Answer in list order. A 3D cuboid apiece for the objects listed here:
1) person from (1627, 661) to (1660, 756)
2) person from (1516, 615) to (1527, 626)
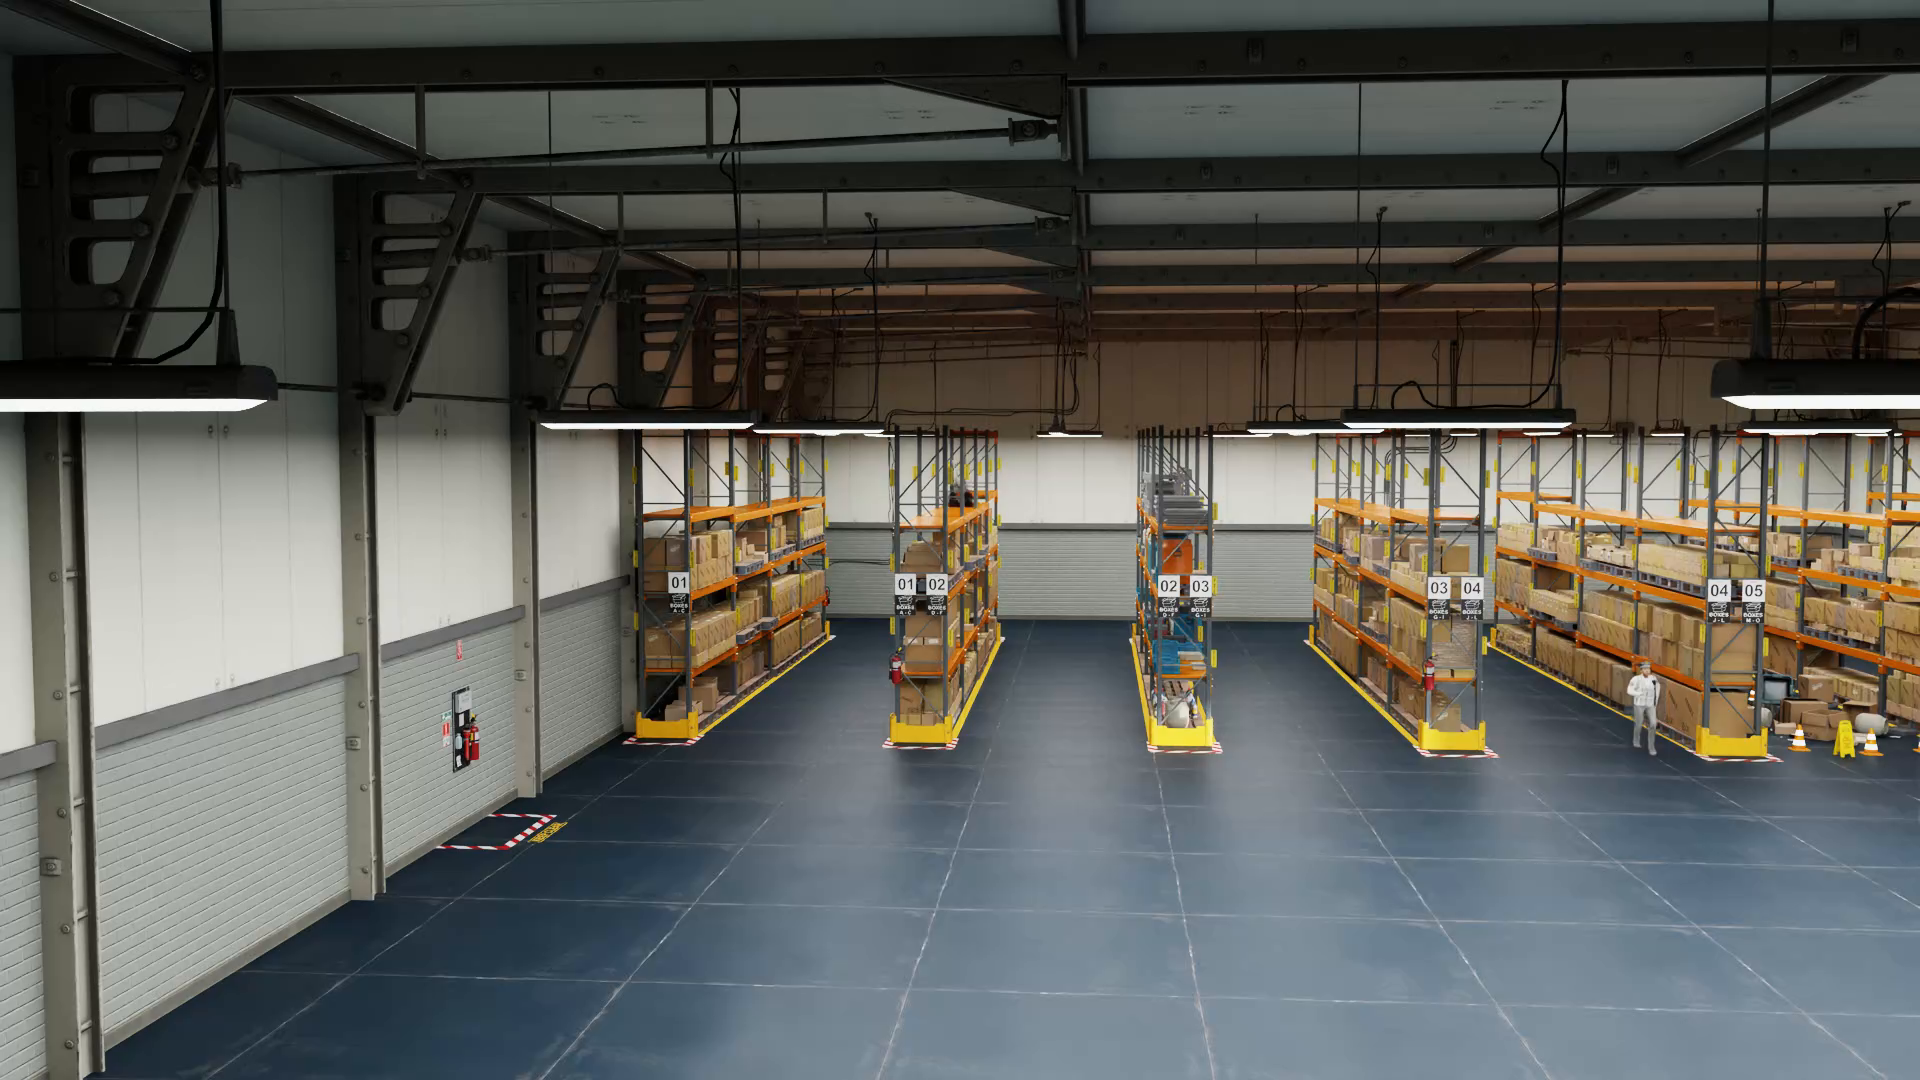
[{"bbox_3d":[12.542,3.061,30.507,0.628,1.728,0.807,1,3,9],"label":"person"},{"bbox_3d":[16.061,2.034,47.412,0.630,1.685,0.928,2,4,30],"label":"person"}]
